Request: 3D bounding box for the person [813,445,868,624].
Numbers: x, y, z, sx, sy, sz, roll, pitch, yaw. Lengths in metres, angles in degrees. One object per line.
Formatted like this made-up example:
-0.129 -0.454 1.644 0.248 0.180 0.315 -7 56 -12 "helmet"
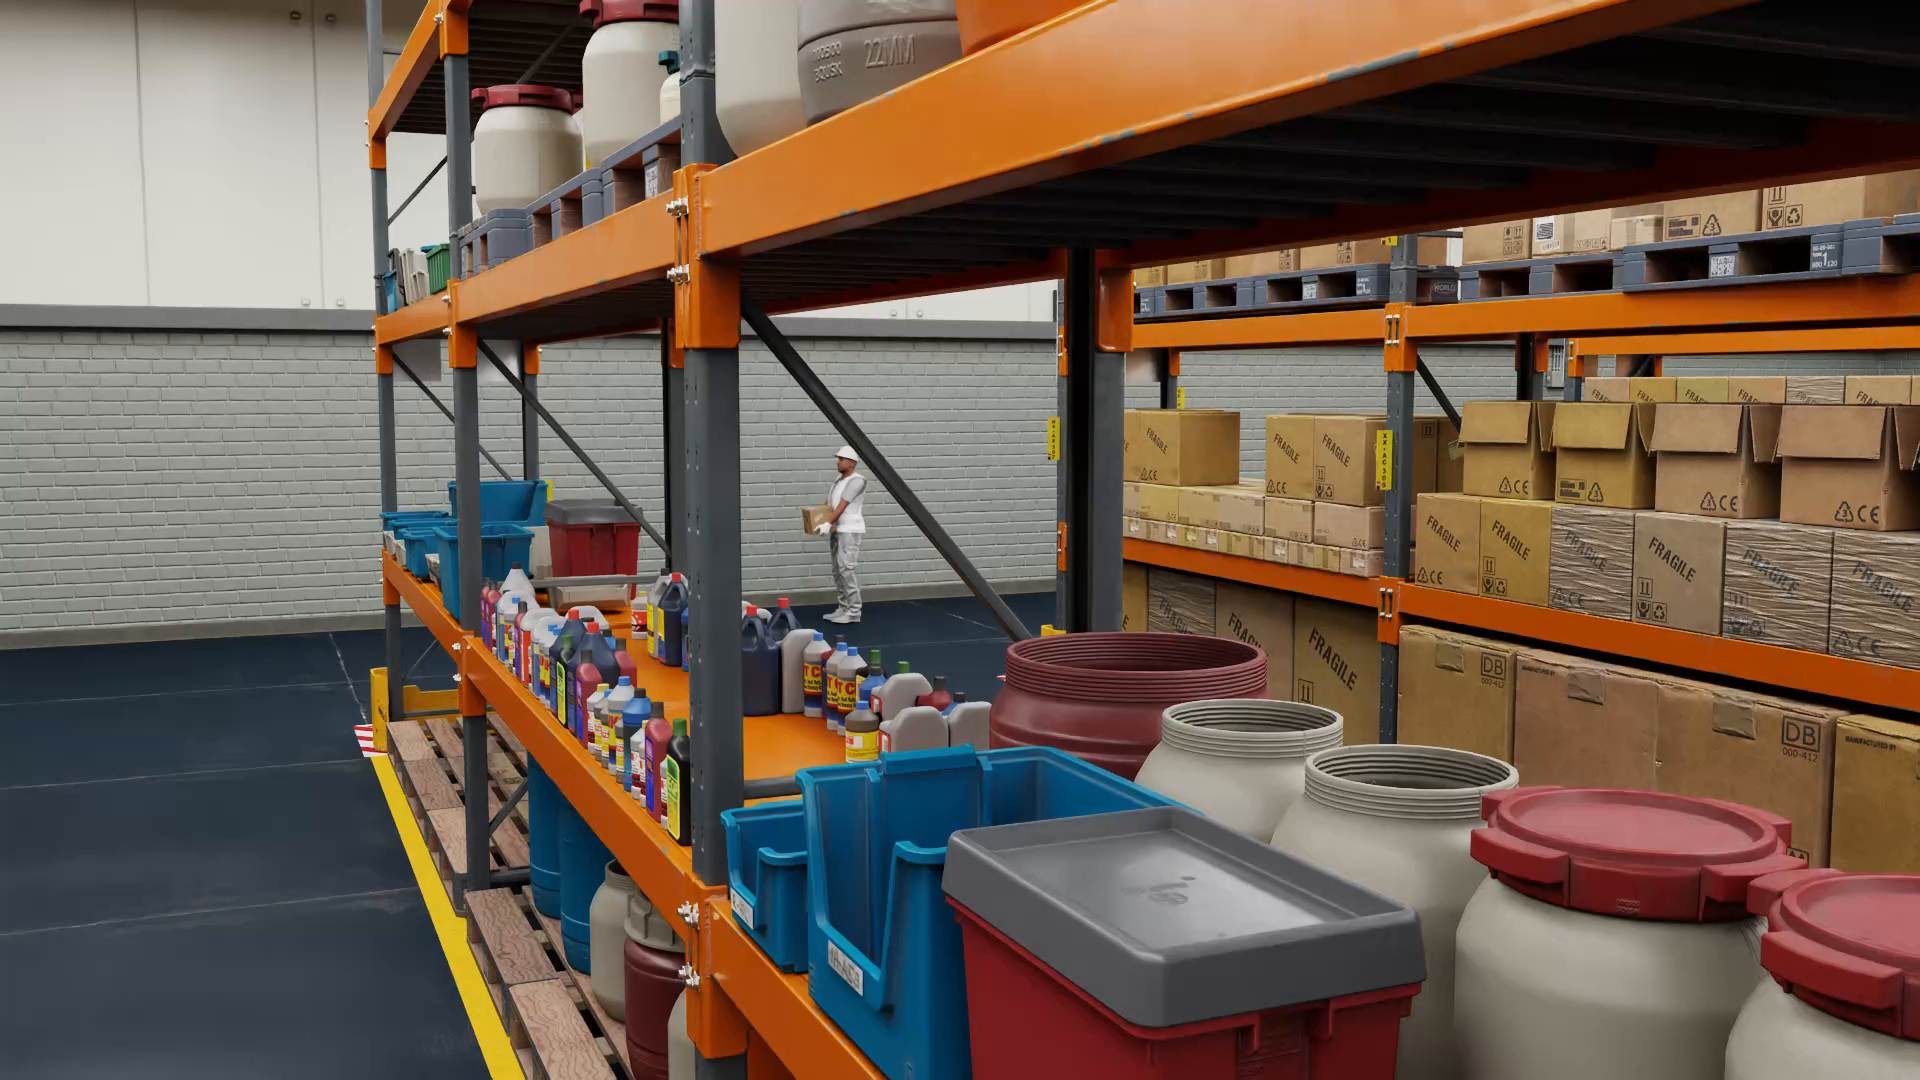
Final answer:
-1.242 -0.058 16.723 0.565 1.781 0.489 -2 6 -23 "person"
